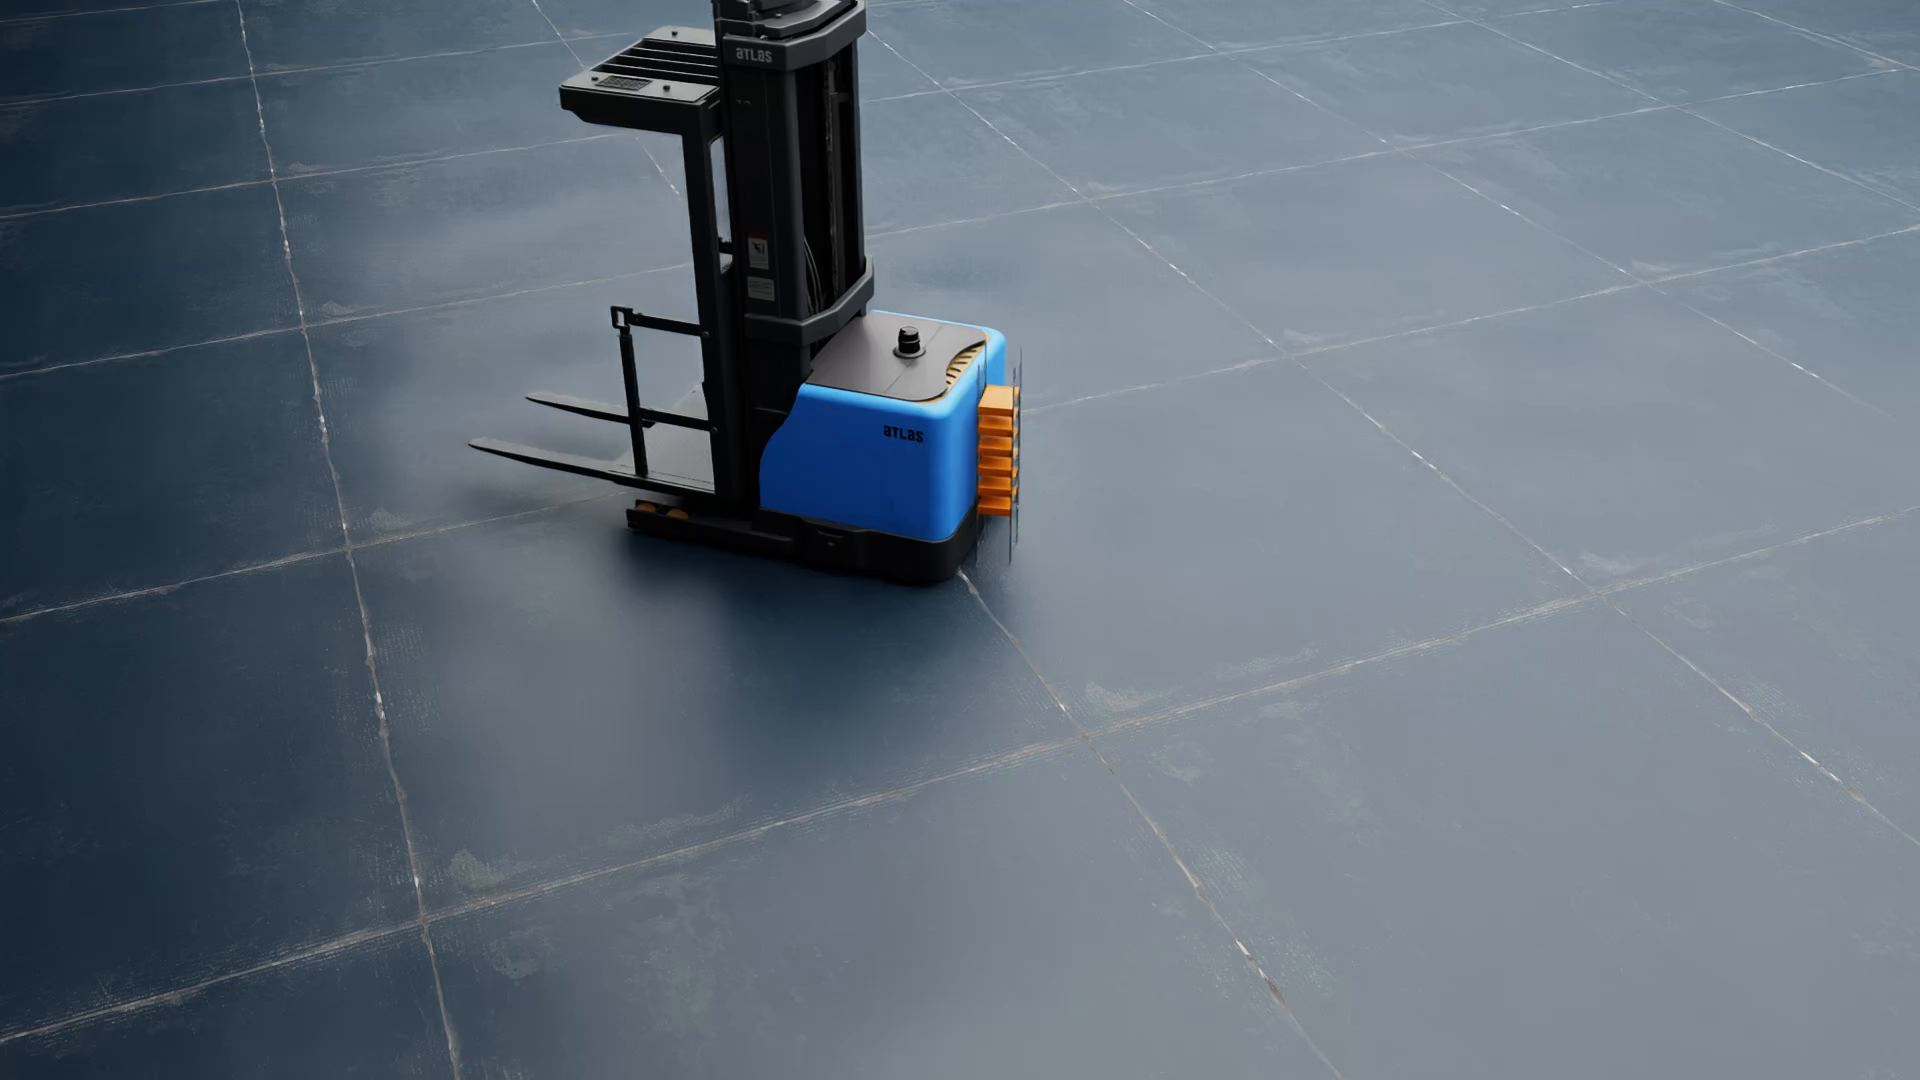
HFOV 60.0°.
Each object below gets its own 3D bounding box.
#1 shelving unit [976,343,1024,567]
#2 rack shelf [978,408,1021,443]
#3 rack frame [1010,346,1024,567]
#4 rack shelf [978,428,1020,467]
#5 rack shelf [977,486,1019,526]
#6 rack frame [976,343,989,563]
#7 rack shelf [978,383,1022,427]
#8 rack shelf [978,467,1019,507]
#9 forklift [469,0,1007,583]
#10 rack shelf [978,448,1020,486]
[{"bbox_3d":[0.207,-0.433,8.732,0.189,1.200,0.258,7,34,11],"label":"shelving unit"},{"bbox_3d":[0.207,-0.596,8.626,0.180,0.103,0.258,7,34,11],"label":"rack shelf"},{"bbox_3d":[0.297,-0.422,8.715,0.006,1.200,0.240,7,34,11],"label":"rack frame"},{"bbox_3d":[0.207,-0.496,8.691,0.180,0.103,0.258,7,34,11],"label":"rack shelf"},{"bbox_3d":[0.207,-0.194,8.888,0.180,0.103,0.258,7,34,11],"label":"rack shelf"},{"bbox_3d":[0.118,-0.444,8.749,0.006,1.200,0.240,7,34,11],"label":"rack frame"},{"bbox_3d":[0.207,-0.697,8.560,0.180,0.103,0.258,7,34,11],"label":"rack shelf"},{"bbox_3d":[0.207,-0.295,8.822,0.180,0.103,0.258,7,34,11],"label":"rack shelf"},{"bbox_3d":[-1.306,-1.487,8.766,3.031,2.935,1.130,11,35,17],"label":"forklift"},{"bbox_3d":[0.207,-0.395,8.757,0.180,0.103,0.258,7,34,11],"label":"rack shelf"}]
